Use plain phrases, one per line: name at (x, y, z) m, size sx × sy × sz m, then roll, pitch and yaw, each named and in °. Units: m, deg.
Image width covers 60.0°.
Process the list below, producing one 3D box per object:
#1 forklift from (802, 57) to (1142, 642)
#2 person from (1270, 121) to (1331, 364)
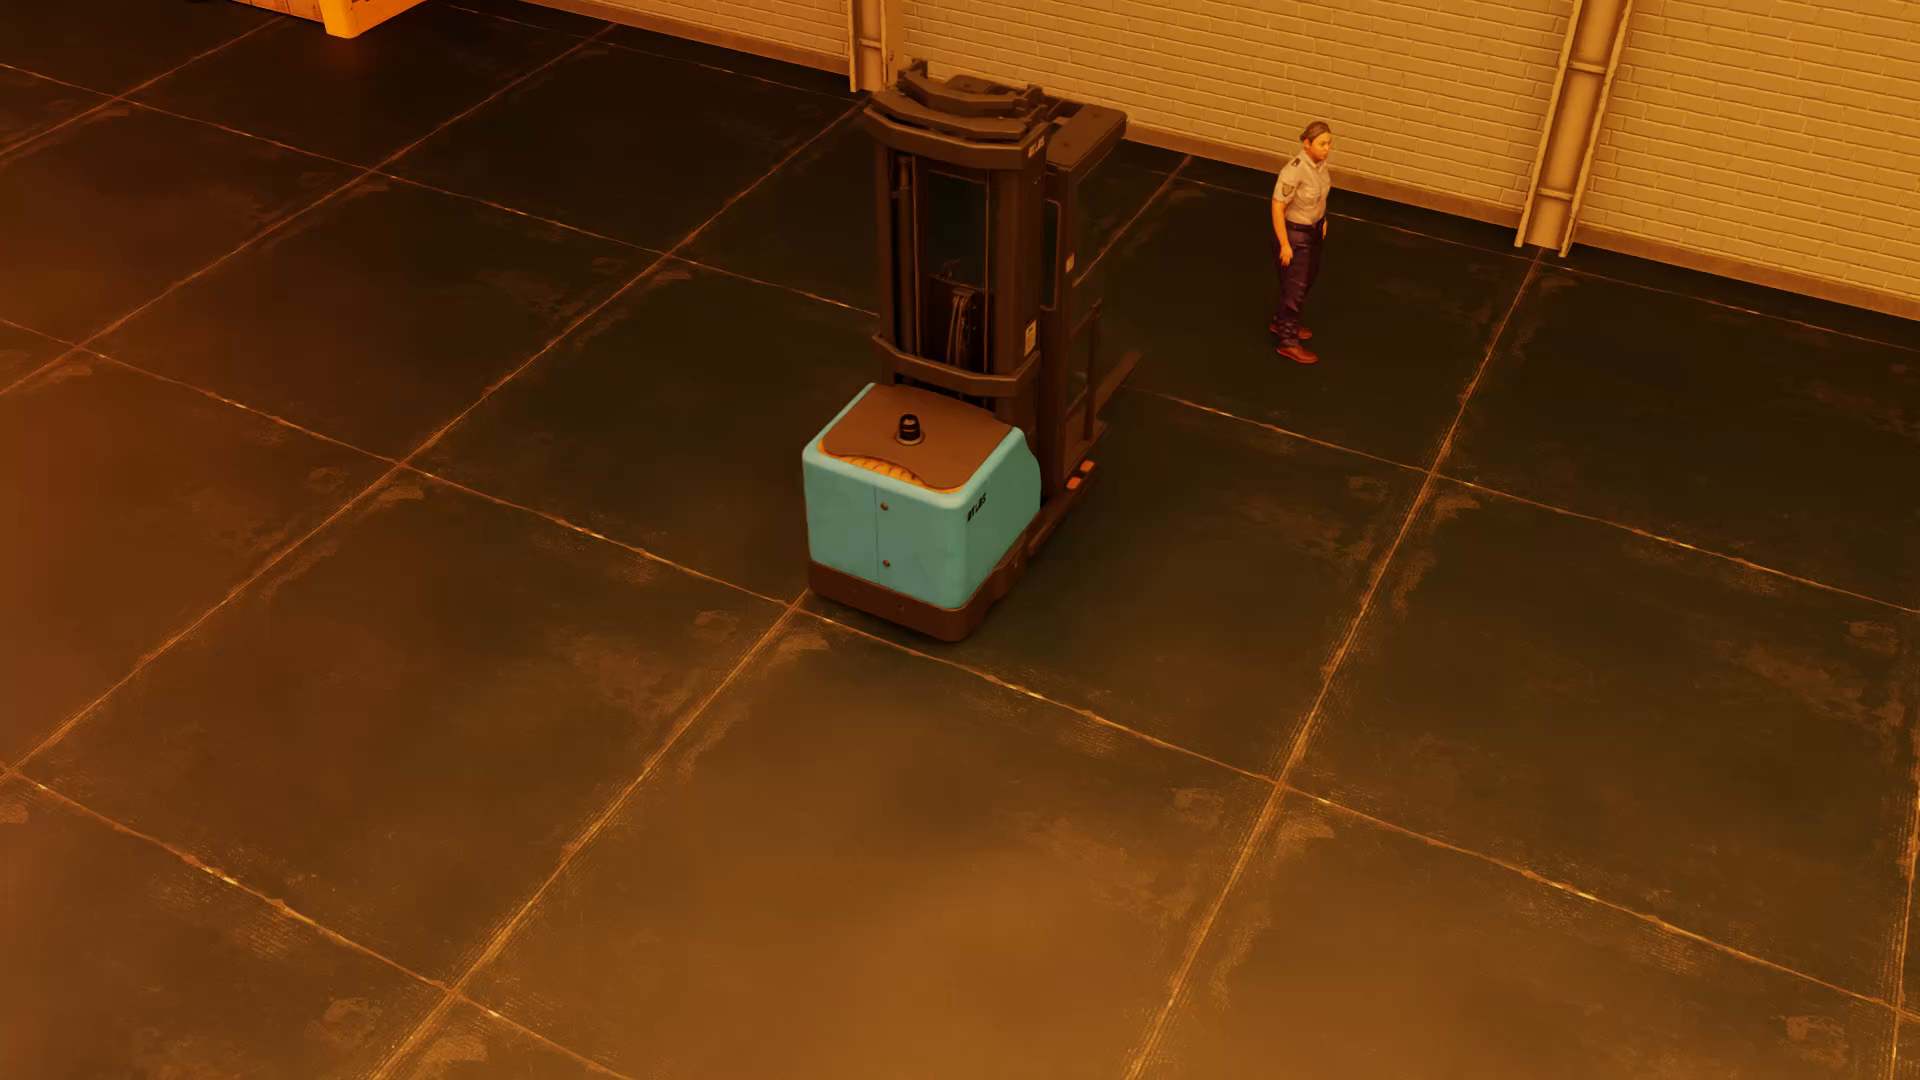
forklift at (0.244, -1.483, 9.747) m, size 1.130 × 2.935 × 3.031 m, roll 19°, pitch 44°, yaw 21°
person at (2.407, -2.066, 11.436) m, size 0.492 × 1.652 × 0.632 m, roll 21°, pitch 45°, yaw 23°
